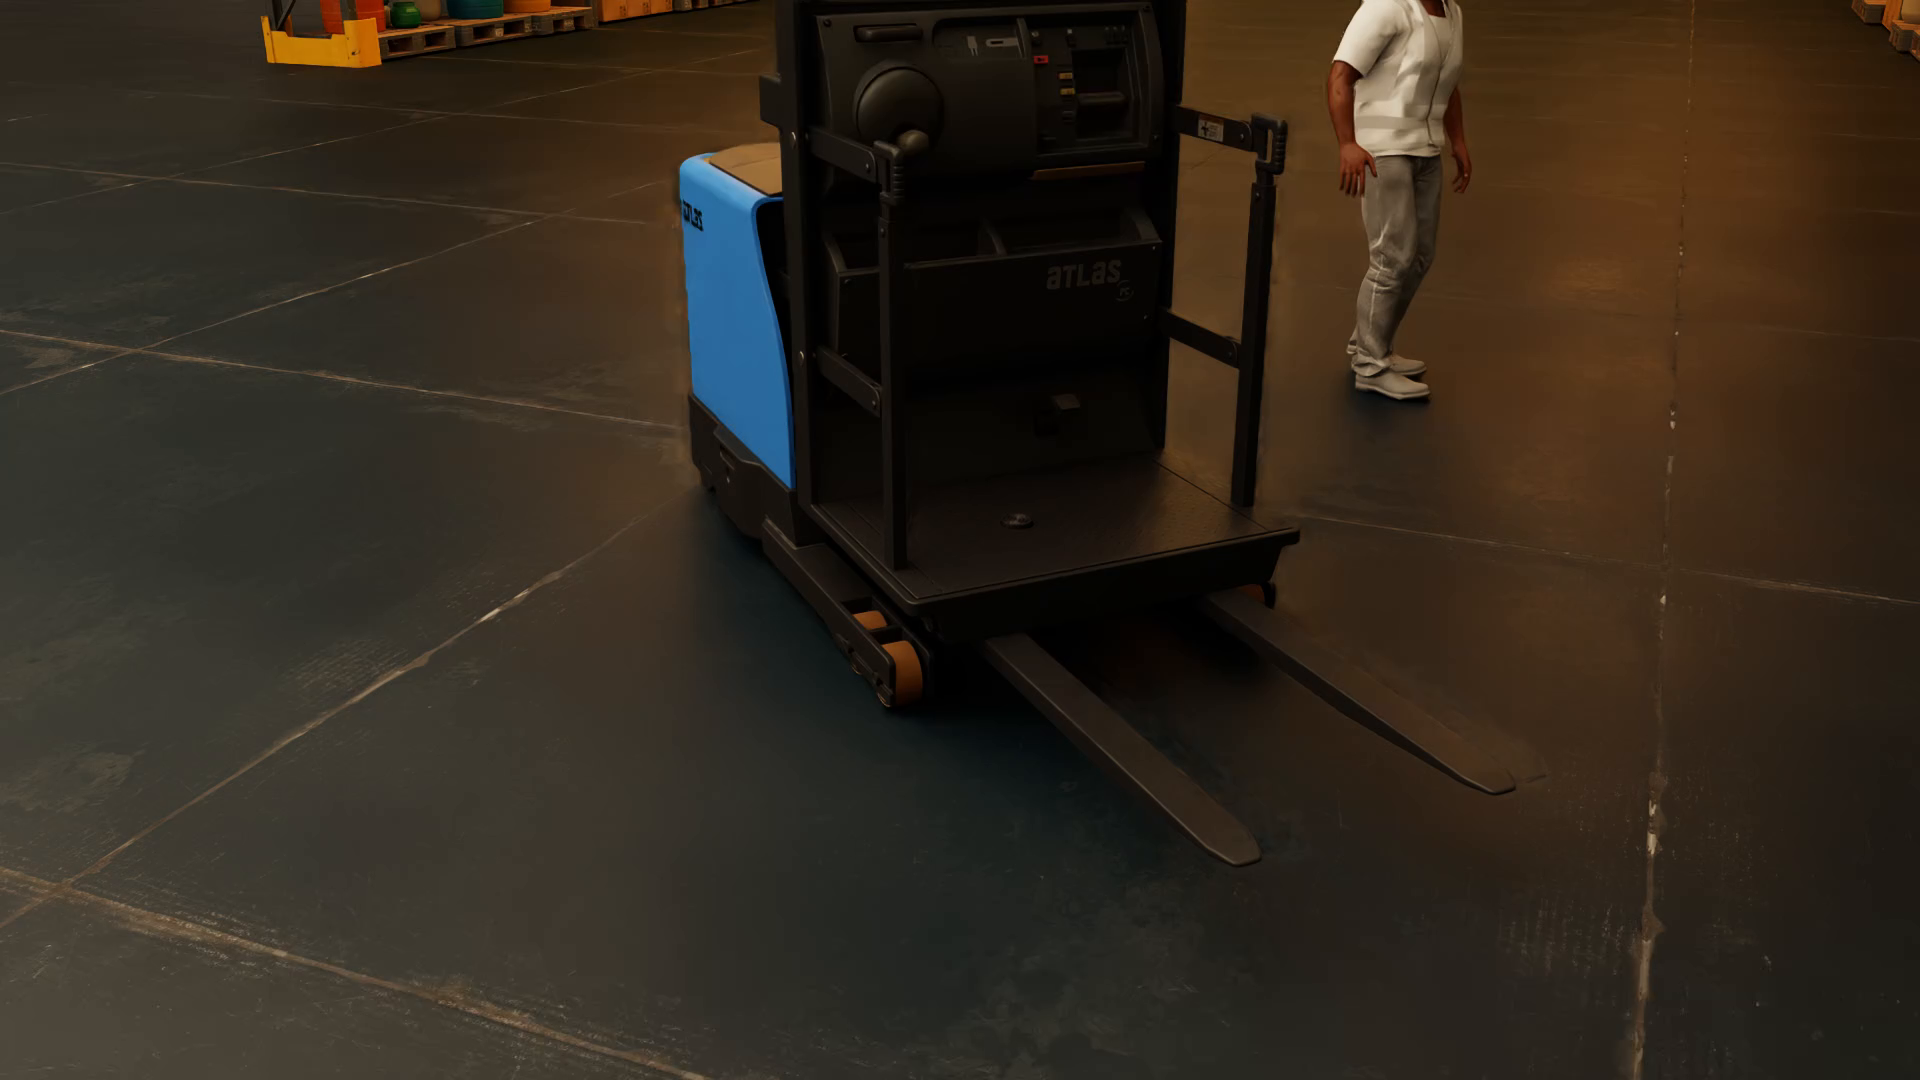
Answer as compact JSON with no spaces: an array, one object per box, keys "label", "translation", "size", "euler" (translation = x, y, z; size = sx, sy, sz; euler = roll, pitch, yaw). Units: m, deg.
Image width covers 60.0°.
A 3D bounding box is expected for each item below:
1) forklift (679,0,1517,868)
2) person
[{"label":"forklift","translation":[0.183,-1.128,3.992],"size":[1.130,2.935,3.031],"euler":[-10,25,-23]},{"label":"person","translation":[1.711,-1.438,6.265],"size":[0.498,1.752,0.774],"euler":[21,30,40]}]
